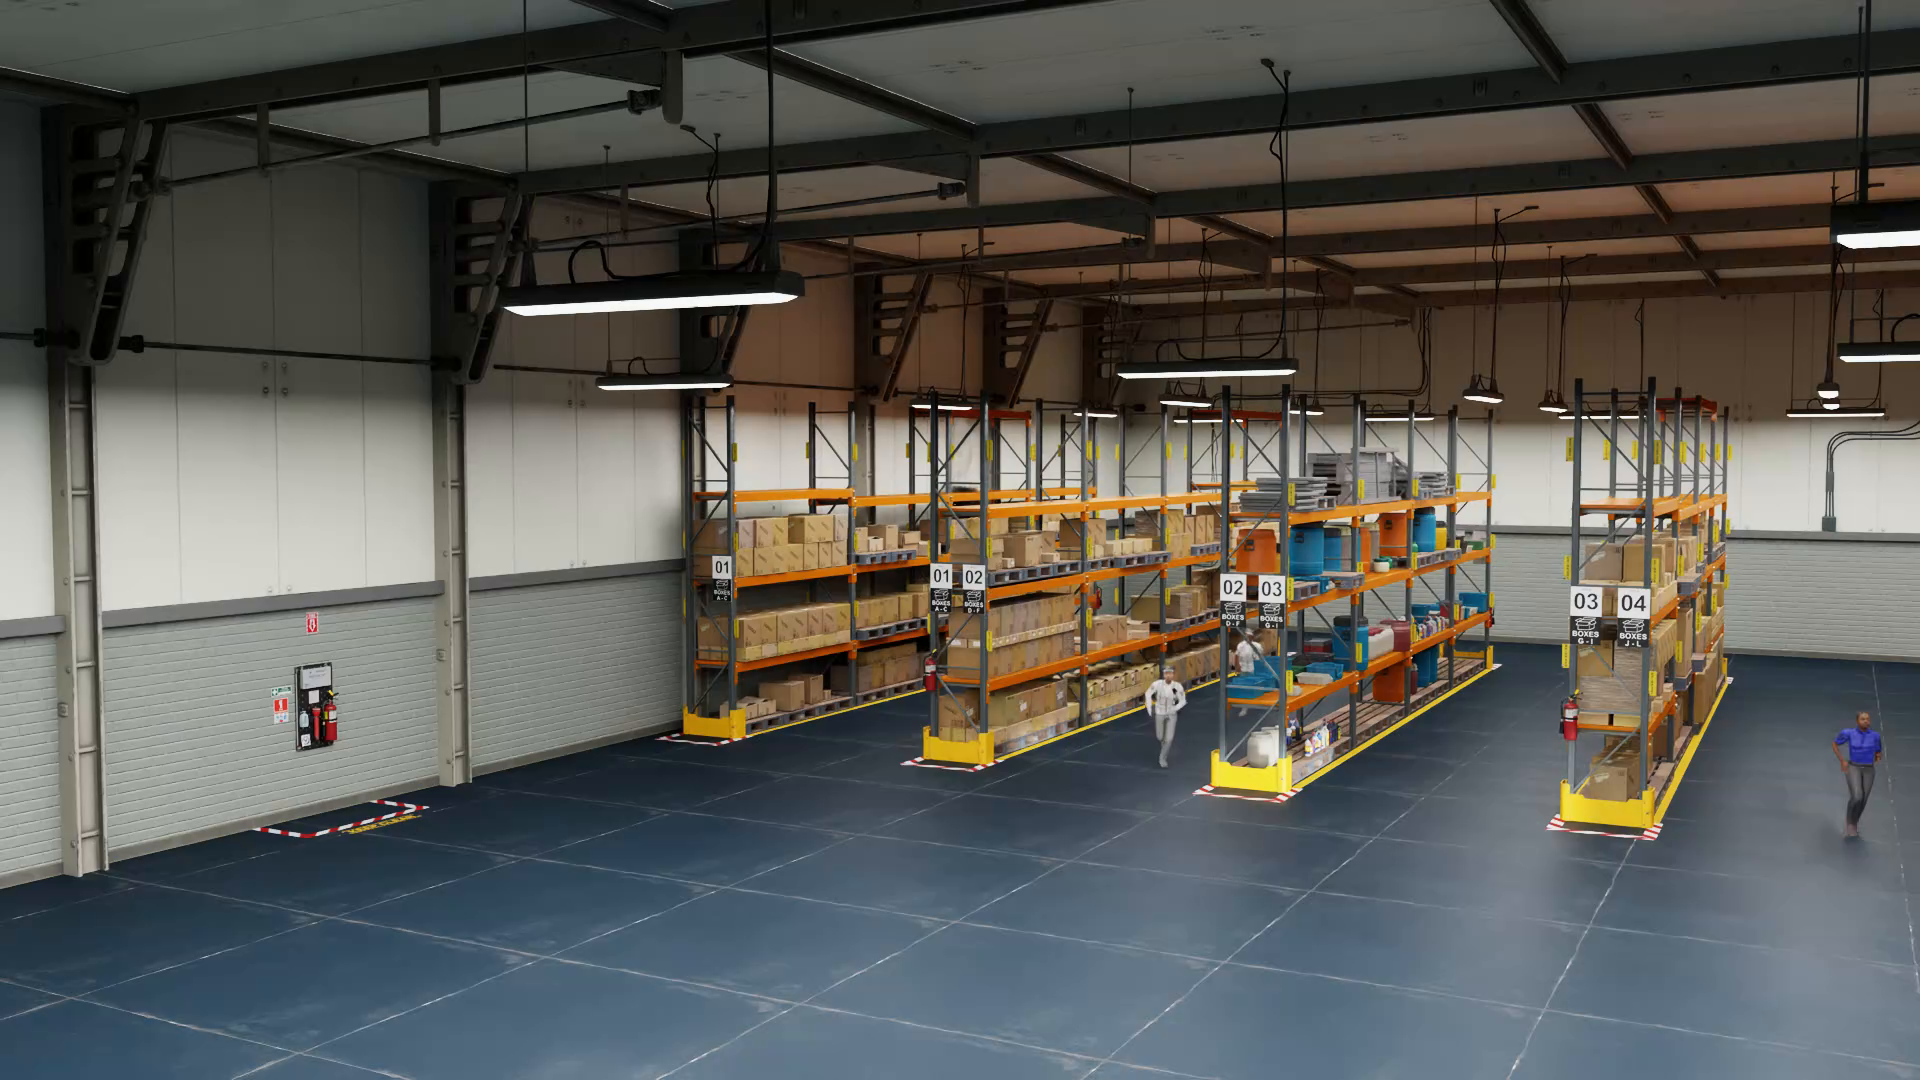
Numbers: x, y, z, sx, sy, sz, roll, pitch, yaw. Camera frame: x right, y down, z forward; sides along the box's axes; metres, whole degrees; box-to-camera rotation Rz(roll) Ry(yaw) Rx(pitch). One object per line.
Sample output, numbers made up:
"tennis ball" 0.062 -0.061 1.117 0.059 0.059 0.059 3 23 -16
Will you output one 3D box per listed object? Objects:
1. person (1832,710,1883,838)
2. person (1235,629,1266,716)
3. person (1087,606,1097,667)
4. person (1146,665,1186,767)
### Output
"person" 11.706 3.050 21.627 0.550 1.674 0.691 0 3 8
"person" 5.547 2.511 31.819 0.599 1.673 0.700 1 3 25
"person" 2.855 2.273 36.476 0.589 1.649 0.878 1 3 22
"person" 3.290 2.800 26.584 0.653 1.650 0.641 1 3 10
